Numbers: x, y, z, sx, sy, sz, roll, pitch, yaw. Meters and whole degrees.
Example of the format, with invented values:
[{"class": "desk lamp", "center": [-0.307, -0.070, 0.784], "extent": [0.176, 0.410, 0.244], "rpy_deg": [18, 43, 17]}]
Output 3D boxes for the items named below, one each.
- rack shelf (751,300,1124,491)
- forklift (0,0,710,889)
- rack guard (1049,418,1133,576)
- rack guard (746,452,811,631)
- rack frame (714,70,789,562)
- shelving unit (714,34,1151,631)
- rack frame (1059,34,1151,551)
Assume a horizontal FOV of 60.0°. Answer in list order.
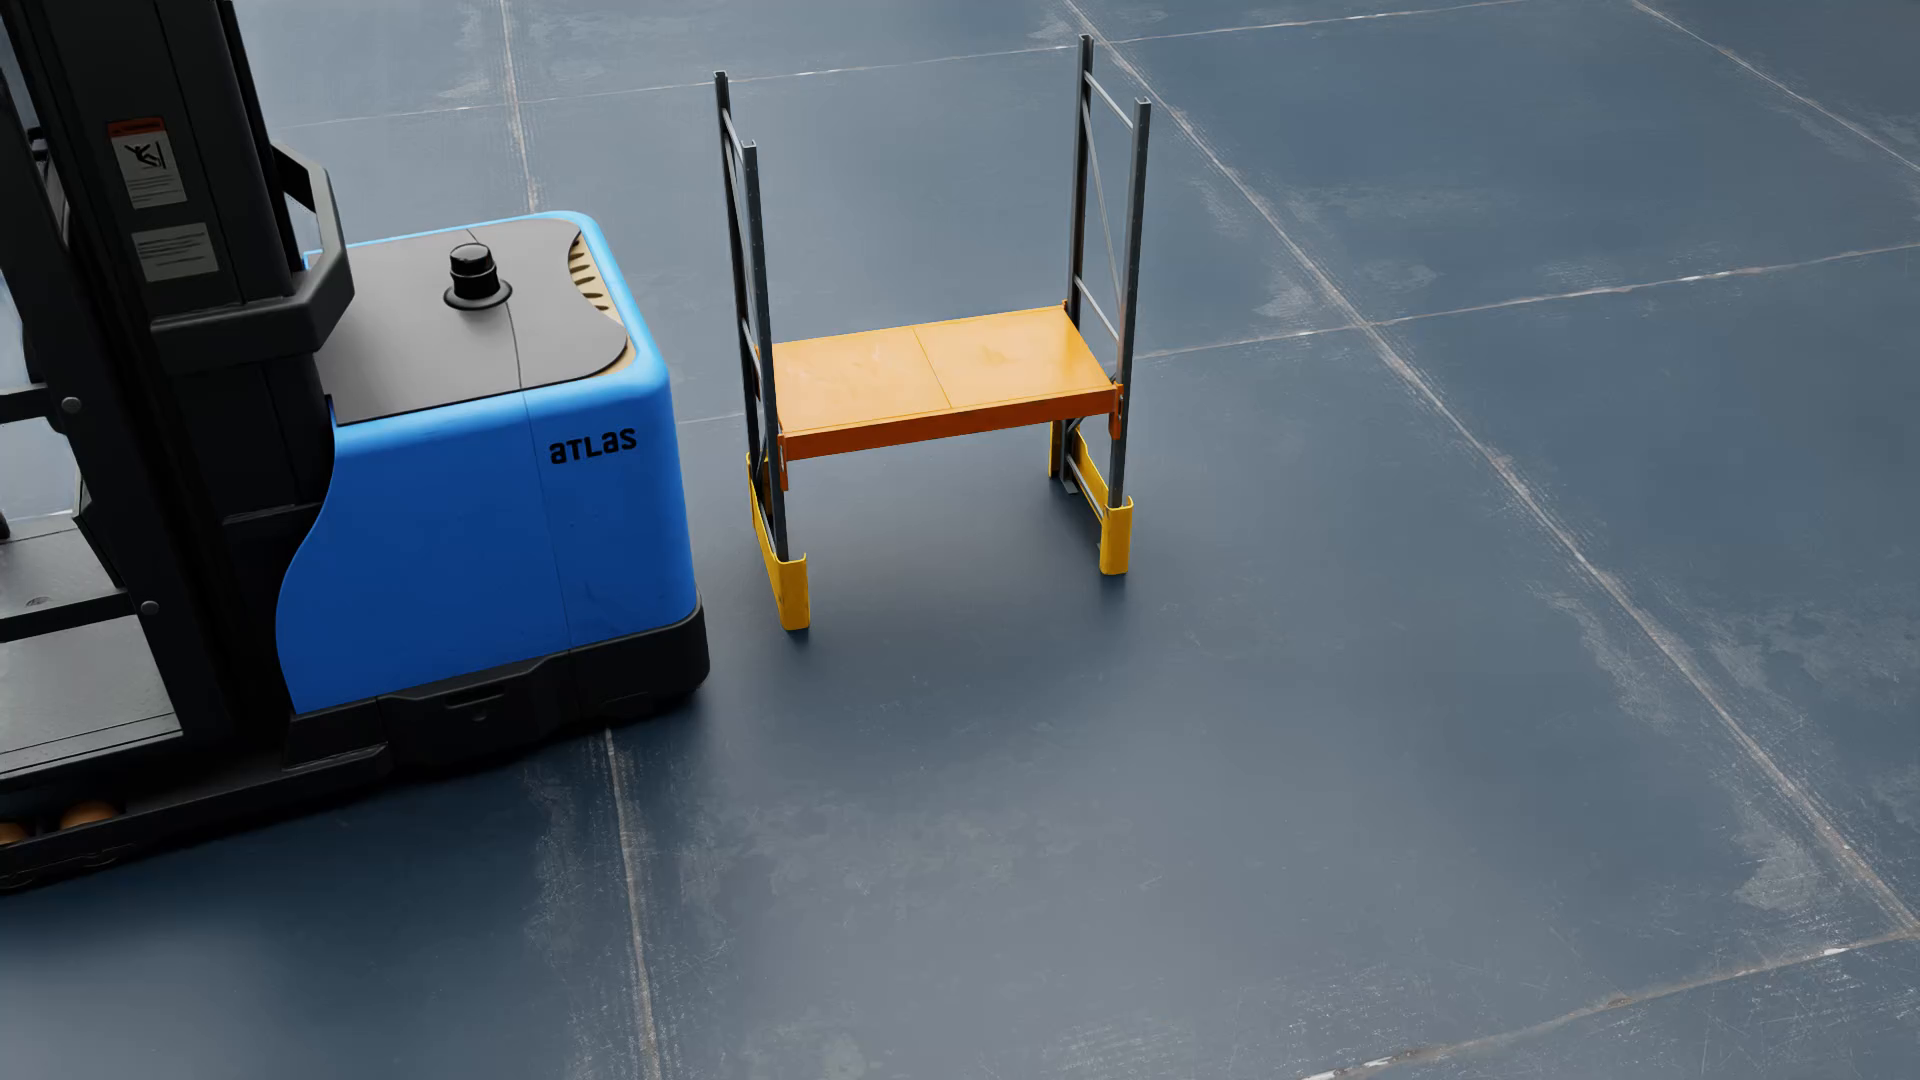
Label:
[{"class": "rack shelf", "center": [-0.082, -0.439, 4.886], "extent": [1.000, 0.185, 0.538], "rpy_deg": [-9, 38, -12]}, {"class": "forklift", "center": [-2.271, -0.666, 3.708], "extent": [3.031, 2.935, 1.130], "rpy_deg": [-13, 39, -17]}, {"class": "rack guard", "center": [0.407, -0.166, 5.261], "extent": [0.087, 0.250, 0.587], "rpy_deg": [-9, 38, -12]}, {"class": "rack guard", "center": [-0.554, -0.008, 5.055], "extent": [0.087, 0.250, 0.587], "rpy_deg": [-9, 38, -12]}, {"class": "rack frame", "center": [-0.573, -0.502, 4.671], "extent": [0.032, 1.500, 0.500], "rpy_deg": [-9, 38, -12]}, {"class": "shelving unit", "center": [-0.074, -0.584, 4.779], "extent": [1.083, 1.500, 0.587], "rpy_deg": [-9, 38, -12]}, {"class": "rack frame", "center": [0.408, -0.663, 4.882], "extent": [0.032, 1.500, 0.500], "rpy_deg": [-9, 38, -12]}]
